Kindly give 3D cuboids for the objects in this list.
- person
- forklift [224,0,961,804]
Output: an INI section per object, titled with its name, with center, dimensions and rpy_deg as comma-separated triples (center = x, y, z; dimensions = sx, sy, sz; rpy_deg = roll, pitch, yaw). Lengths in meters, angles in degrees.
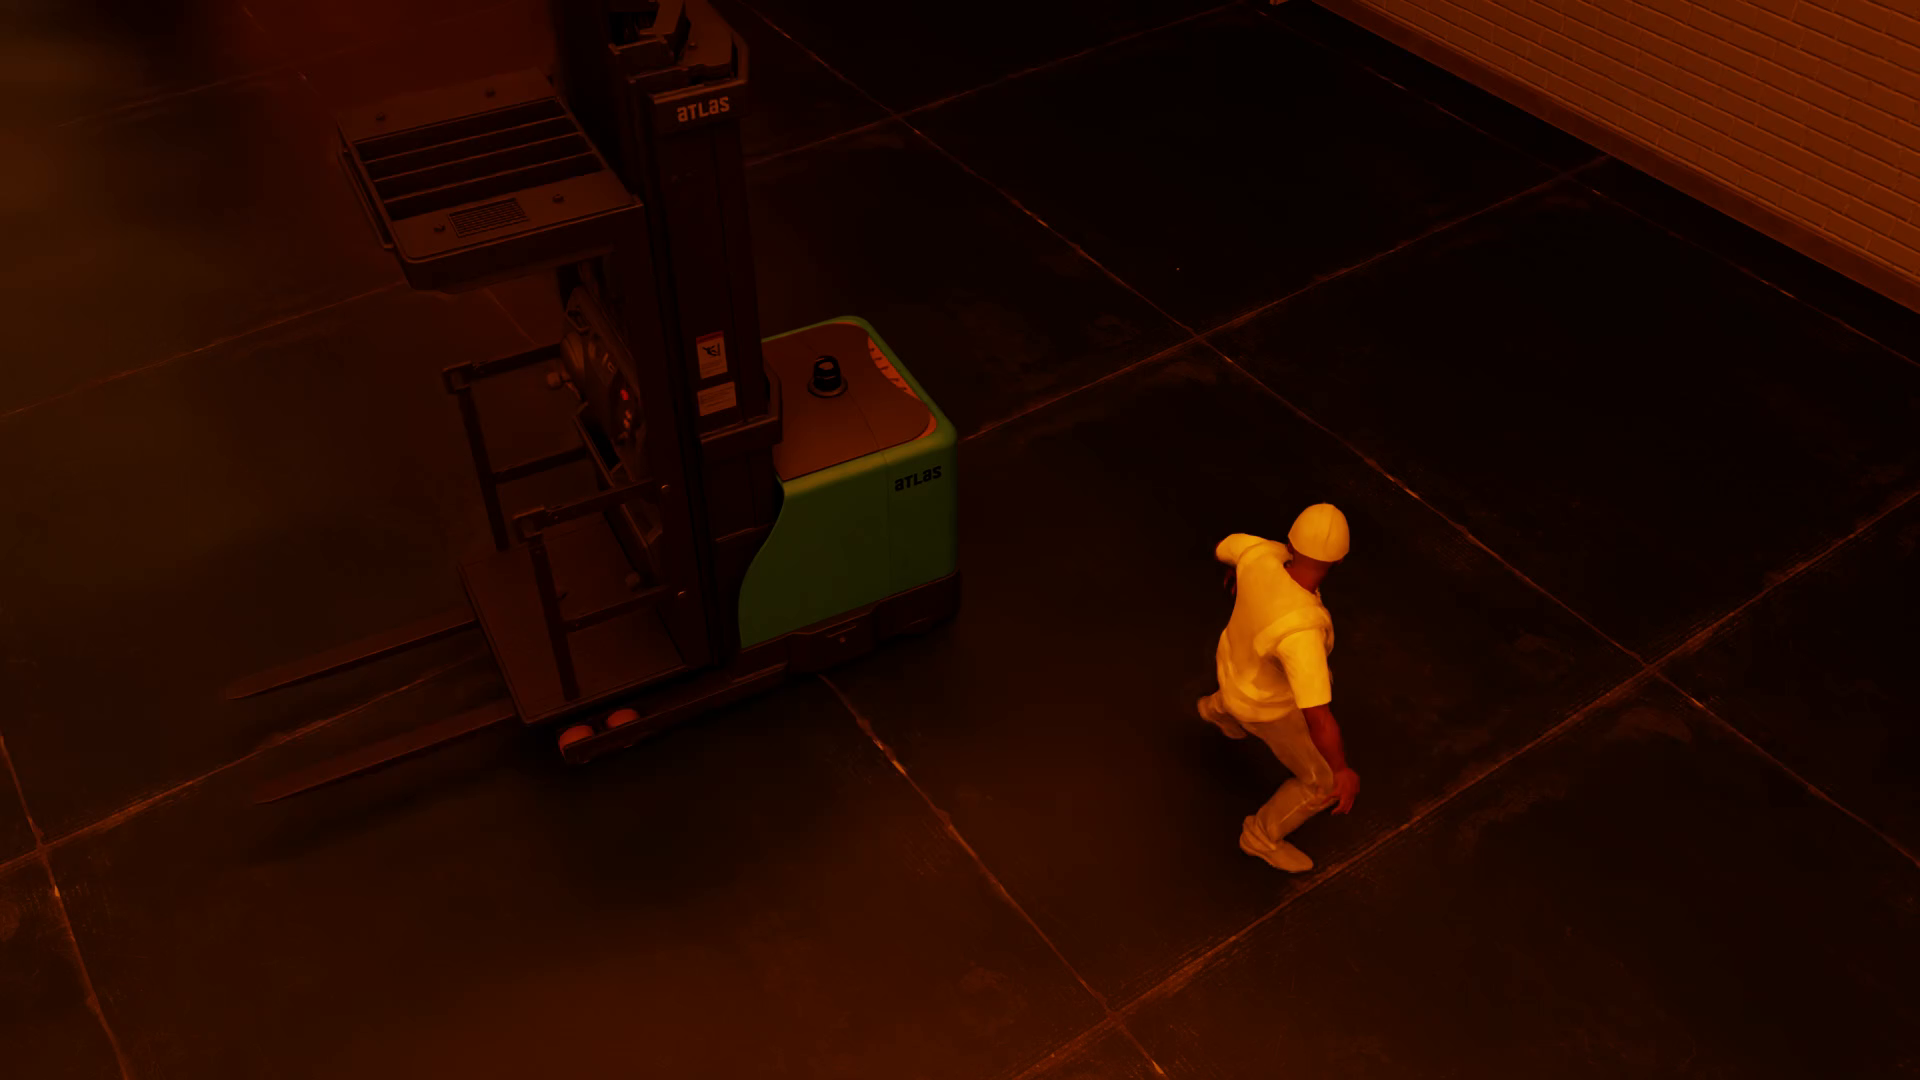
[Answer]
[person]
center = 1.199, 0.507, 6.146
dimensions = 0.524, 1.646, 1.039
rpy_deg = 0, 43, 0
[forklift]
center = -1.545, -0.563, 6.326
dimensions = 3.031, 2.935, 1.130
rpy_deg = -19, 46, -20
